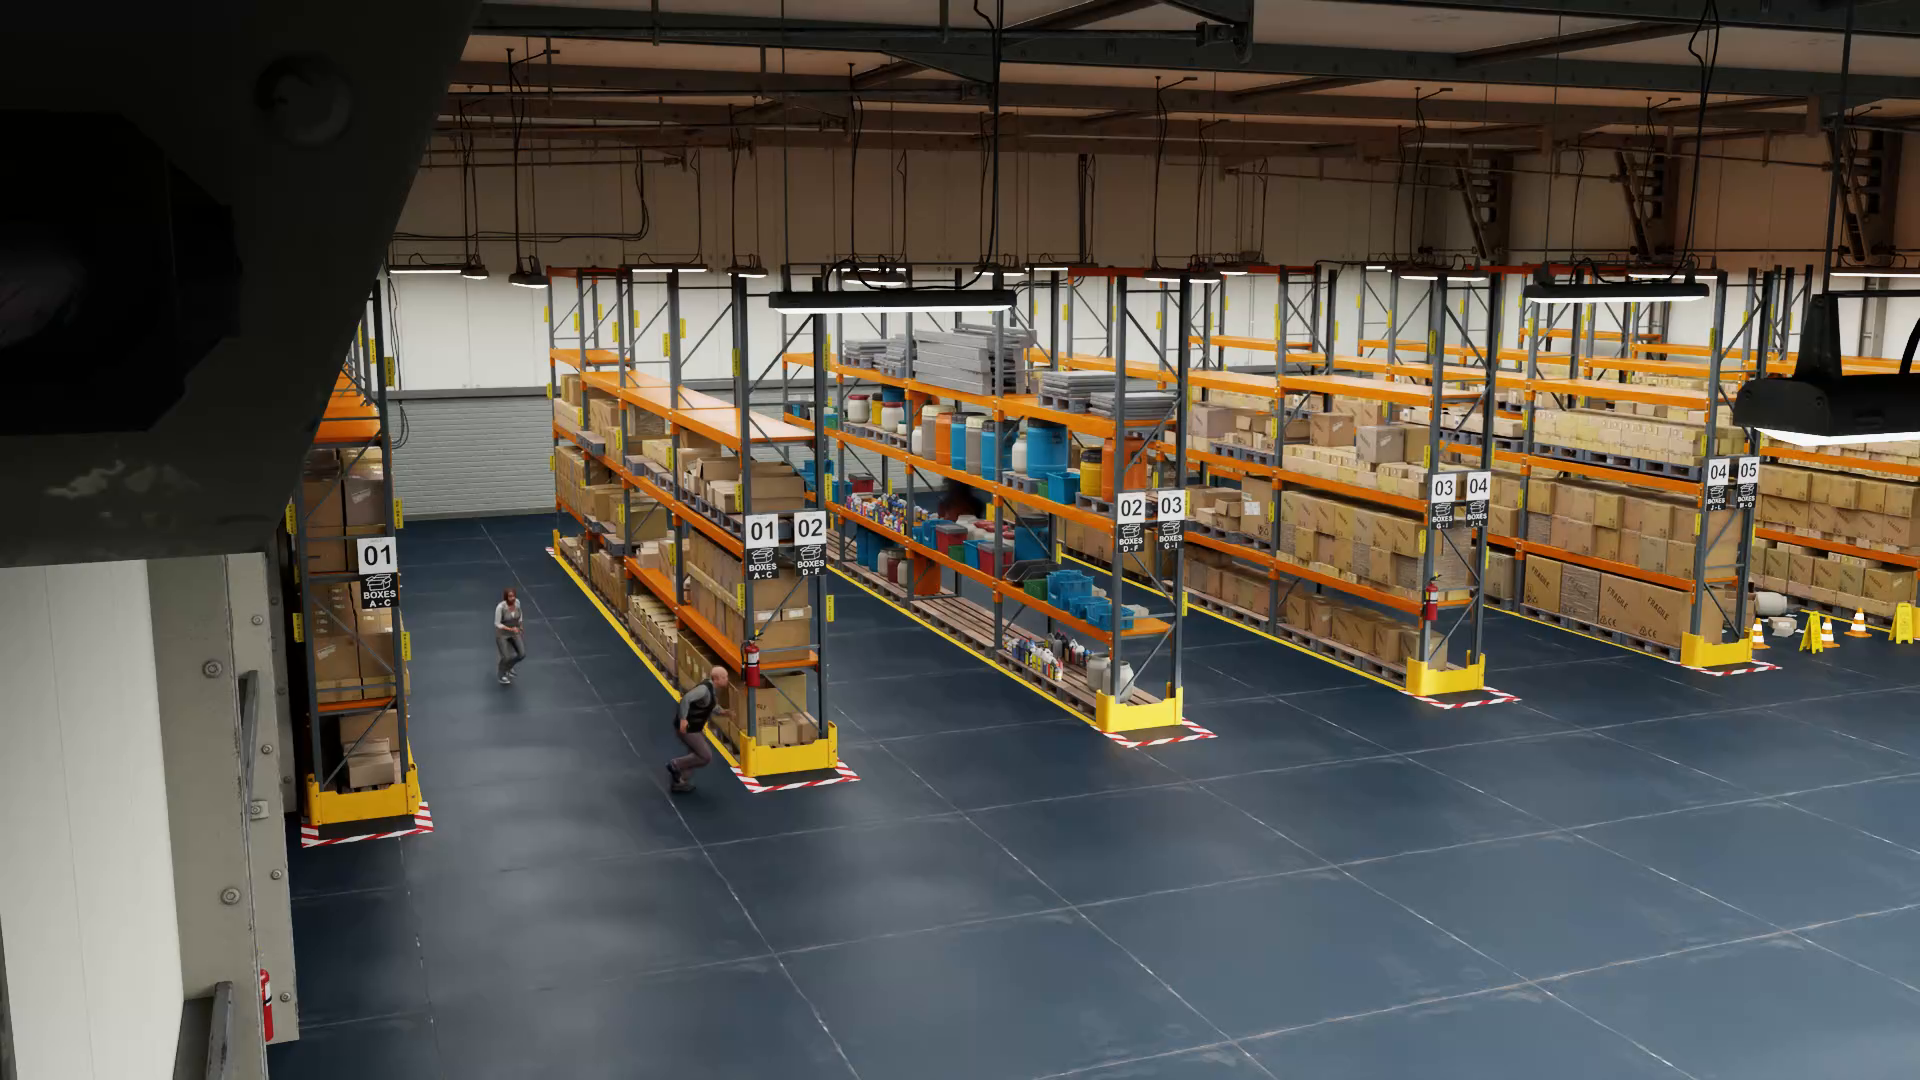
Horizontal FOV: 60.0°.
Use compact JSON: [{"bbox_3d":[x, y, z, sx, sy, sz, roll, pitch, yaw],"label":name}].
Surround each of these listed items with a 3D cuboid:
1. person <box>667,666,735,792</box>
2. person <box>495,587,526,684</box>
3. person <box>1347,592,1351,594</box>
[{"bbox_3d":[-3.050,2.233,19.439,0.804,1.540,0.685,1,10,7],"label":"person"},{"bbox_3d":[-6.581,1.402,24.326,0.537,1.494,0.726,-10,14,-44],"label":"person"},{"bbox_3d":[7.262,0.194,30.878,0.639,1.619,0.577,-1,10,-5],"label":"person"}]
